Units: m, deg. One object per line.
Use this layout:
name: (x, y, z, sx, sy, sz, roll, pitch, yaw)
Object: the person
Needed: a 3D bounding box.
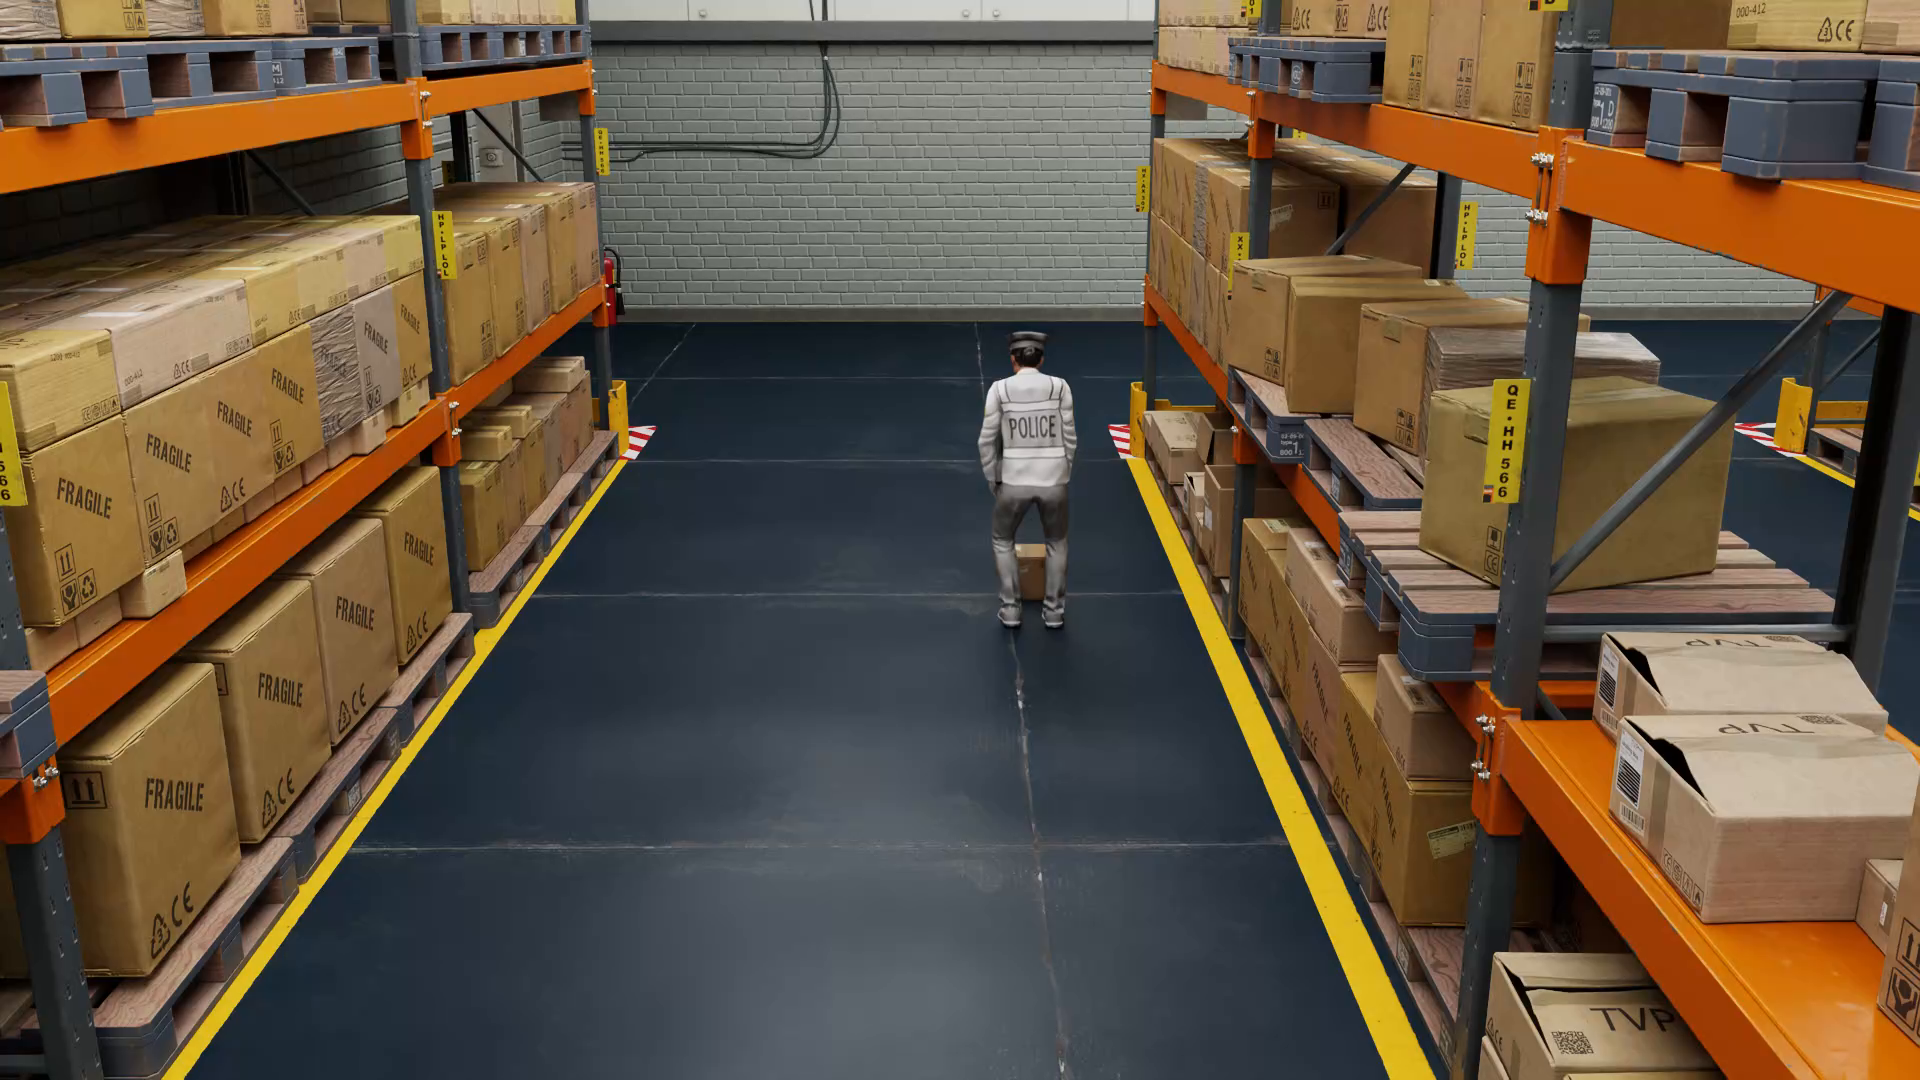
person: (0.349, -0.242, 8.790, 0.535, 1.399, 0.684, 0, 17, -1)
